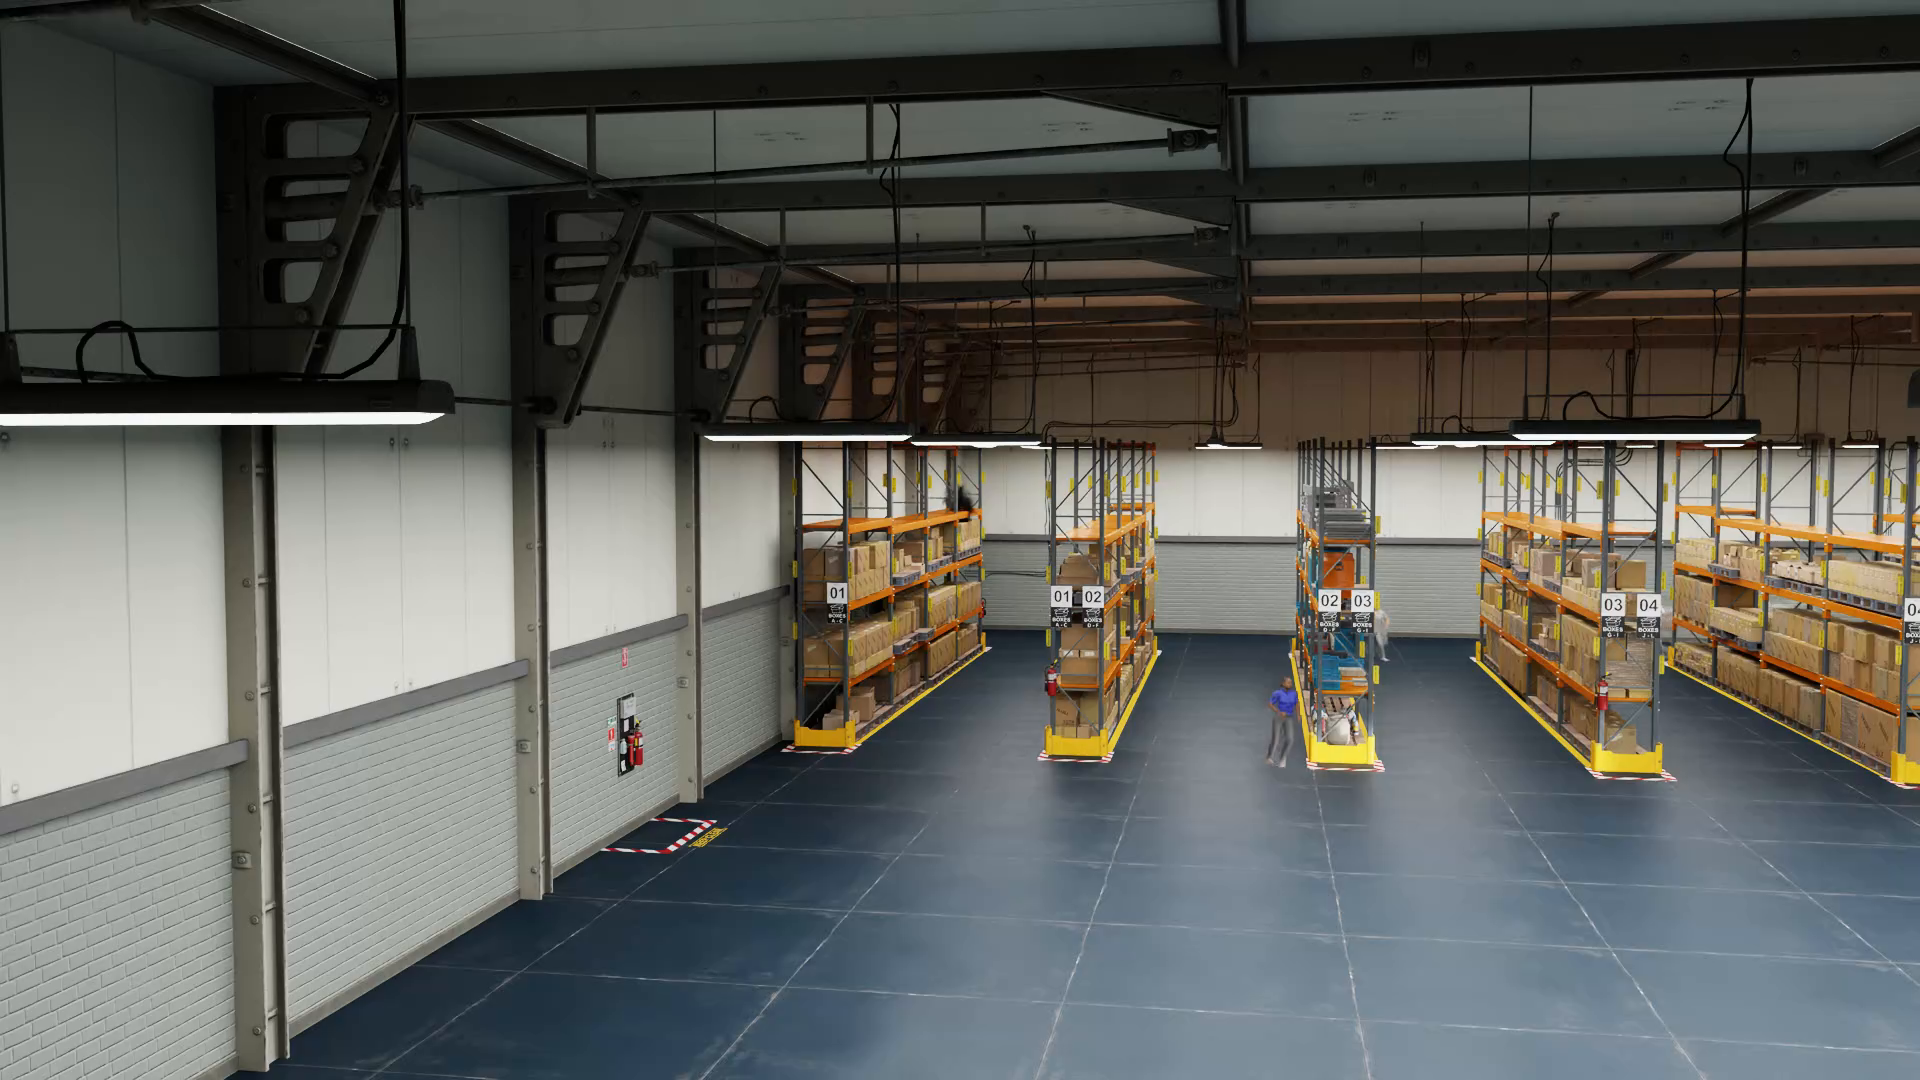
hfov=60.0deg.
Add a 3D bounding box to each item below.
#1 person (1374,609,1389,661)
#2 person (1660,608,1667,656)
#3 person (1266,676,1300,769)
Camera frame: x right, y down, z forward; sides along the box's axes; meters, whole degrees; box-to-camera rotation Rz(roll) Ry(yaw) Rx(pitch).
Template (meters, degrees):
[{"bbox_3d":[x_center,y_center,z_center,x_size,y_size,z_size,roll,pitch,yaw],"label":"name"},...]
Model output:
[{"bbox_3d":[11.471,2.506,45.649,0.624,1.602,0.554,0,3,-1],"label":"person"},{"bbox_3d":[19.127,2.421,45.930,0.938,1.800,0.695,-1,3,-14],"label":"person"},{"bbox_3d":[5.908,3.317,30.246,0.646,1.671,0.623,-1,3,-10],"label":"person"}]
